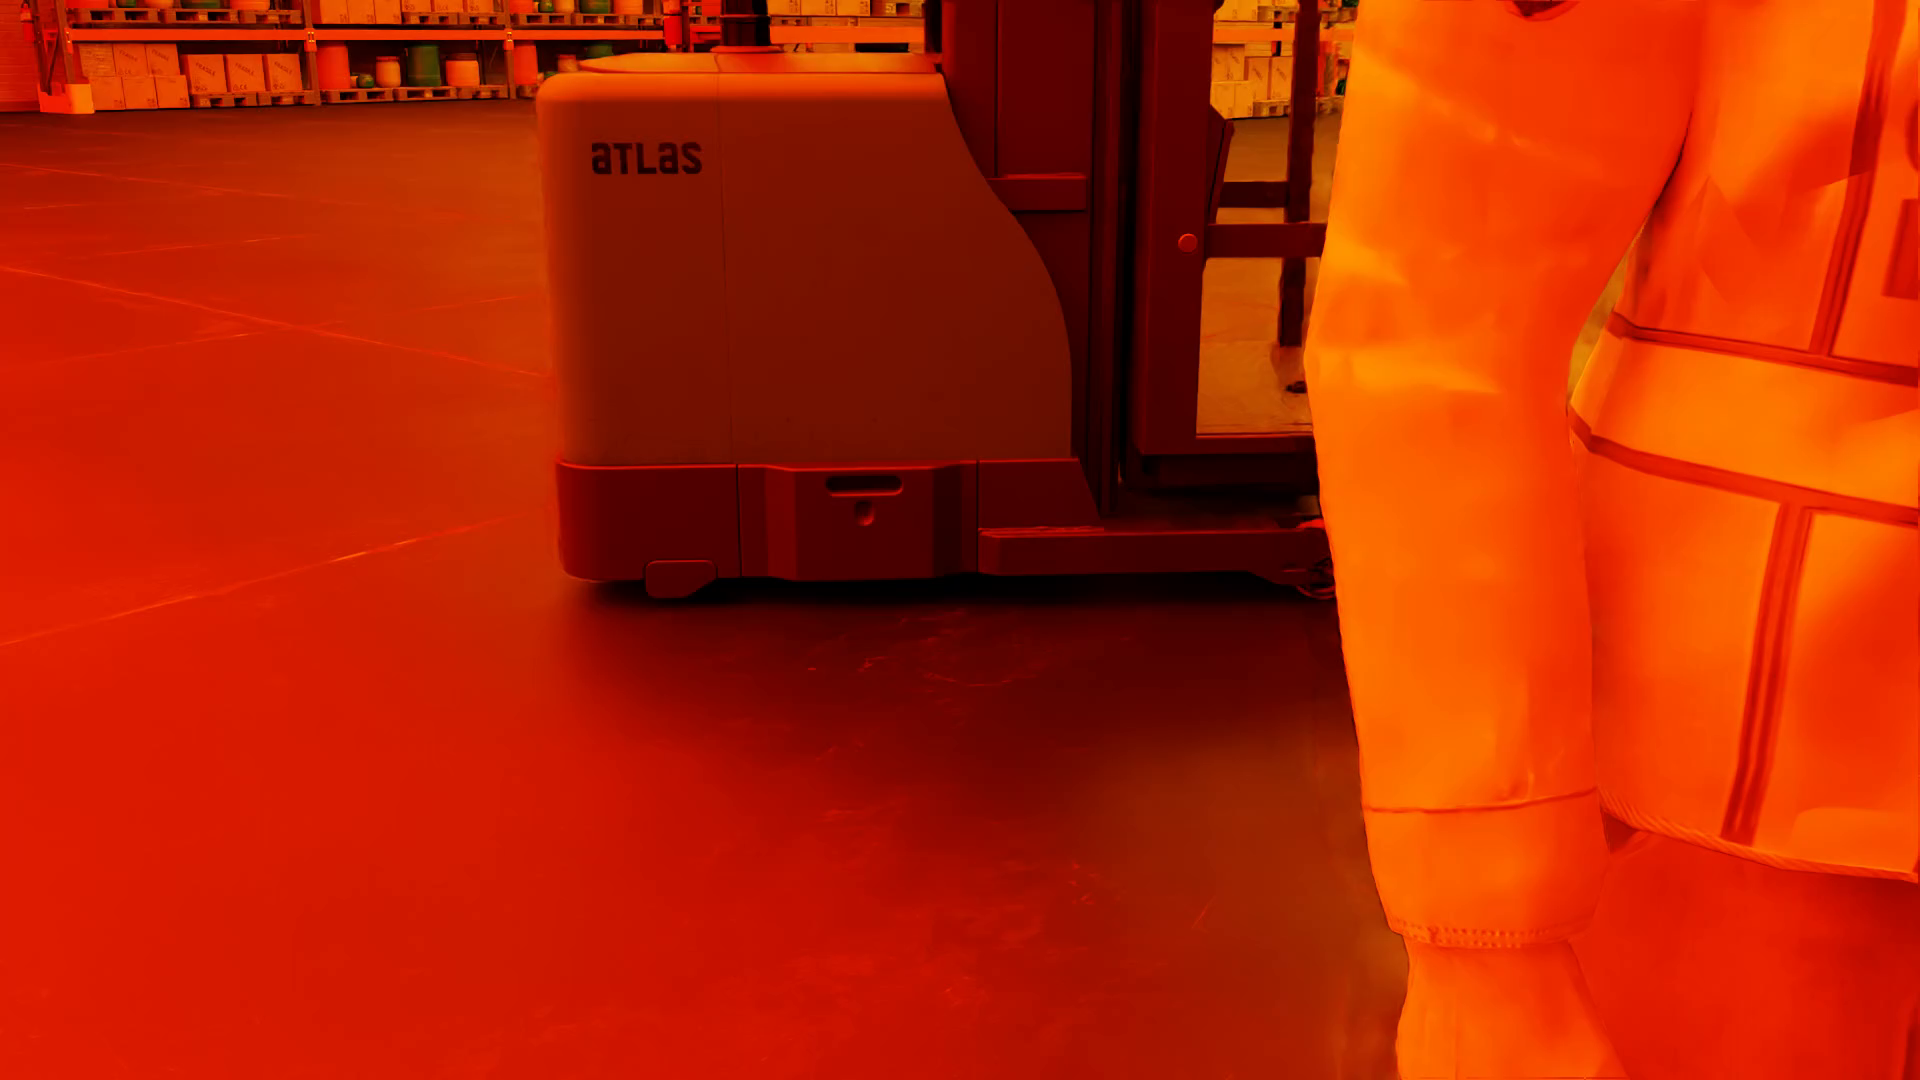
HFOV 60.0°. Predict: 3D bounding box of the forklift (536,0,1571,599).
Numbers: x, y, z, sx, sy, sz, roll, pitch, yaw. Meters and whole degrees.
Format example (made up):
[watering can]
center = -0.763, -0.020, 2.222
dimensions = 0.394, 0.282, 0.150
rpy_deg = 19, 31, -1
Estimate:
[forklift]
center = 0.645, -1.430, 3.607
dimensions = 3.031, 2.935, 1.130
rpy_deg = -1, 17, -4
